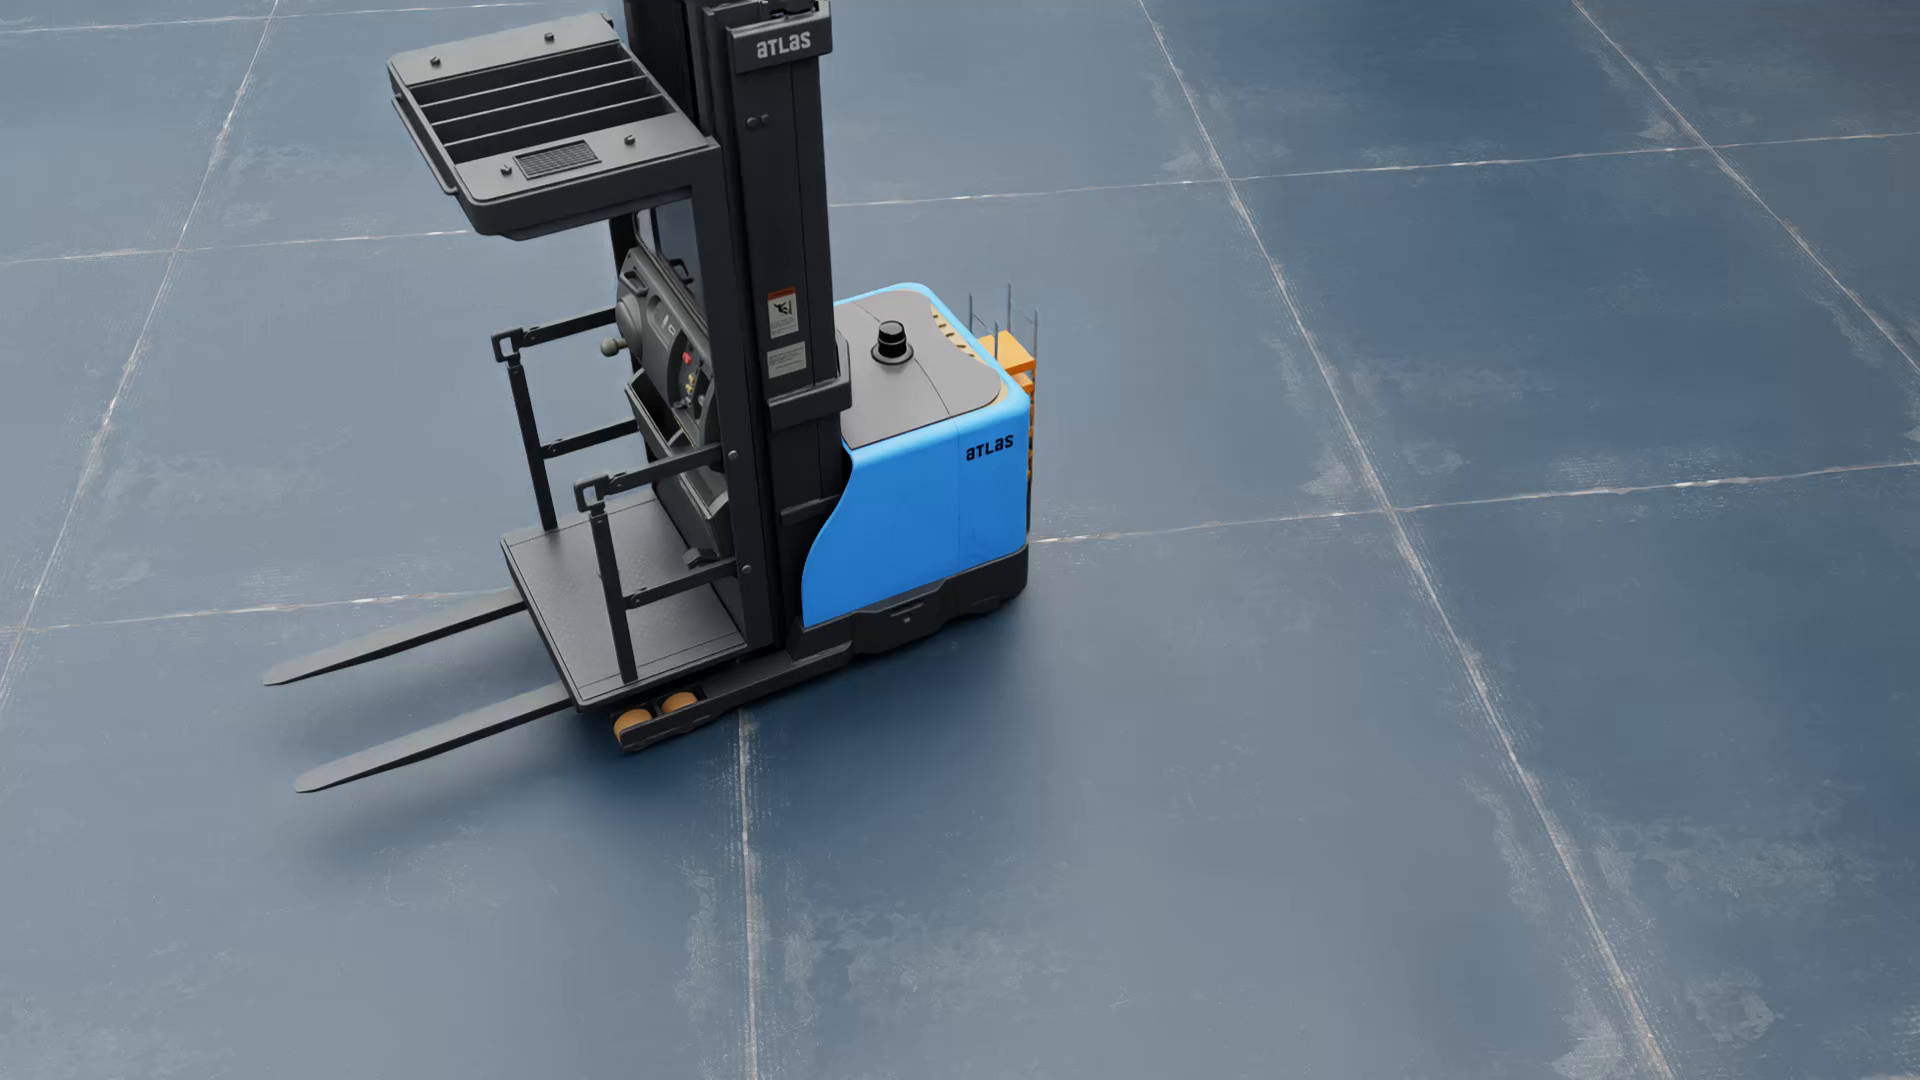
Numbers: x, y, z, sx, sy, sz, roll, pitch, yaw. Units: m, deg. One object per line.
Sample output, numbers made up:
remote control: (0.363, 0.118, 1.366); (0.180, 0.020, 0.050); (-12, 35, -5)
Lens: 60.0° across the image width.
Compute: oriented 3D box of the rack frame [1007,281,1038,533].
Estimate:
rack frame: (0.256, -0.549, 7.178); (0.006, 1.200, 0.240); (-20, 46, -20)

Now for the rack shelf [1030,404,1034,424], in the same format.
rack shelf: (0.175, -0.577, 7.096); (0.180, 0.103, 0.258); (-20, 46, -20)

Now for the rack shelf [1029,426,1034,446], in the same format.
rack shelf: (0.175, -0.487, 7.176); (0.180, 0.103, 0.258); (-20, 46, -20)

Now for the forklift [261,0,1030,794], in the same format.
forklift: (-1.257, -0.666, 6.016); (3.031, 2.935, 1.130); (-20, 46, -20)

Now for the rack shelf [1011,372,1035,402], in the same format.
rack shelf: (0.175, -0.666, 7.015); (0.180, 0.103, 0.258); (-20, 46, -20)

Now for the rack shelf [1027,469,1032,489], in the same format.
rack shelf: (0.175, -0.309, 7.337); (0.180, 0.103, 0.258); (-20, 46, -20)

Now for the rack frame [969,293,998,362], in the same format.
rack frame: (0.094, -0.492, 7.115); (0.006, 1.200, 0.240); (-20, 46, -20)

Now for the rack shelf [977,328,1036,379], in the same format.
rack shelf: (0.175, -0.755, 6.935); (0.180, 0.103, 0.258); (-20, 46, -20)

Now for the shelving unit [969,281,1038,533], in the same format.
shelving unit: (0.175, -0.520, 7.146); (0.189, 1.200, 0.258); (-20, 46, -20)

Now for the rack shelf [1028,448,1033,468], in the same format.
rack shelf: (0.175, -0.398, 7.256); (0.180, 0.103, 0.258); (-20, 46, -20)
